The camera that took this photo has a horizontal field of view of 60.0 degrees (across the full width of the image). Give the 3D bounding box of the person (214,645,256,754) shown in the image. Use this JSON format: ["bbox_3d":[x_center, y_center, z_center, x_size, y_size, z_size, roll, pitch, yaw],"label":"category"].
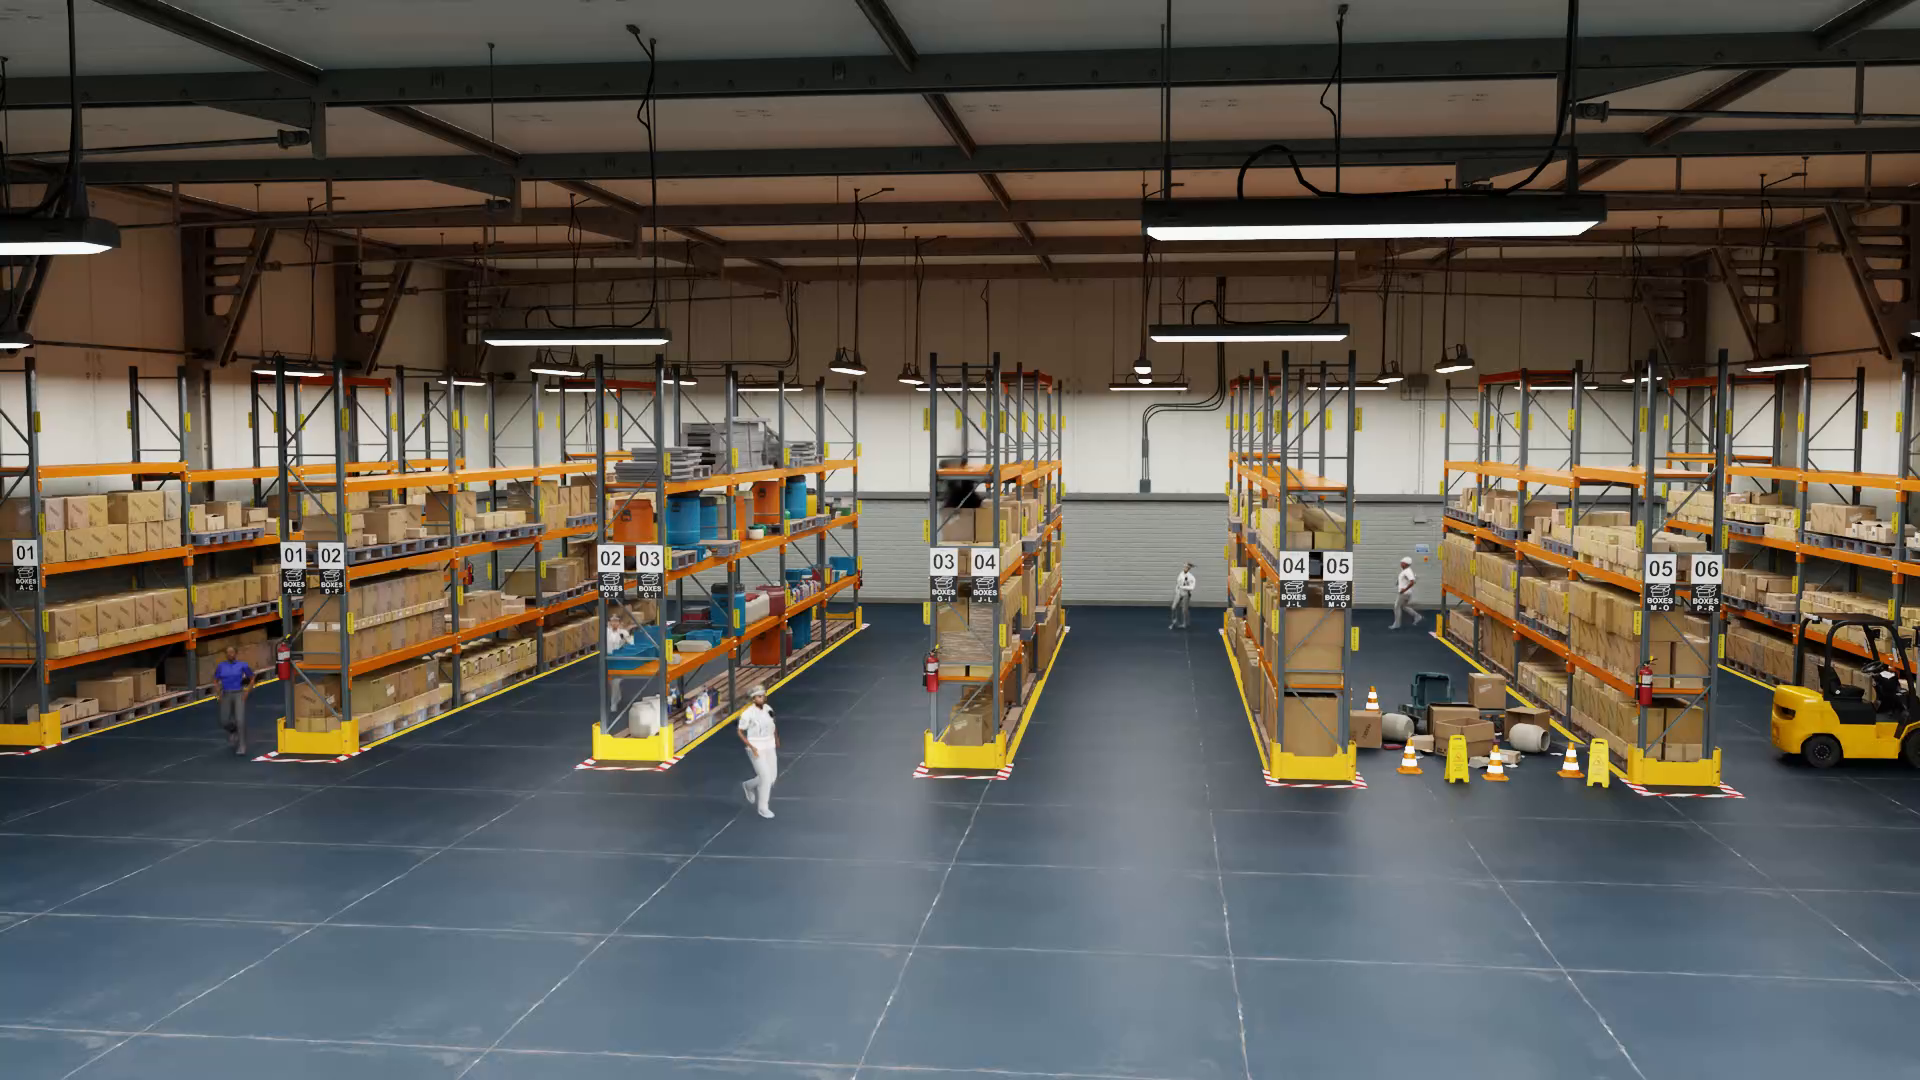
[{"bbox_3d":[-11.051,2.411,25.345,0.598,1.643,0.630,-1,4,-11],"label":"person"}]

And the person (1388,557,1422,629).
[{"bbox_3d":[10.794,1.288,40.255,0.814,1.771,0.726,1,4,15],"label":"person"}]

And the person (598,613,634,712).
[{"bbox_3d":[-6.032,2.112,29.142,0.623,1.688,0.785,0,4,1],"label":"person"}]

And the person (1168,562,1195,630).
[{"bbox_3d":[5.419,1.355,40.041,0.683,1.709,0.678,3,5,39],"label":"person"}]

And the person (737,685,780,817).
[{"bbox_3d":[-2.583,2.676,21.282,0.576,1.683,0.611,-4,6,-45],"label":"person"}]
